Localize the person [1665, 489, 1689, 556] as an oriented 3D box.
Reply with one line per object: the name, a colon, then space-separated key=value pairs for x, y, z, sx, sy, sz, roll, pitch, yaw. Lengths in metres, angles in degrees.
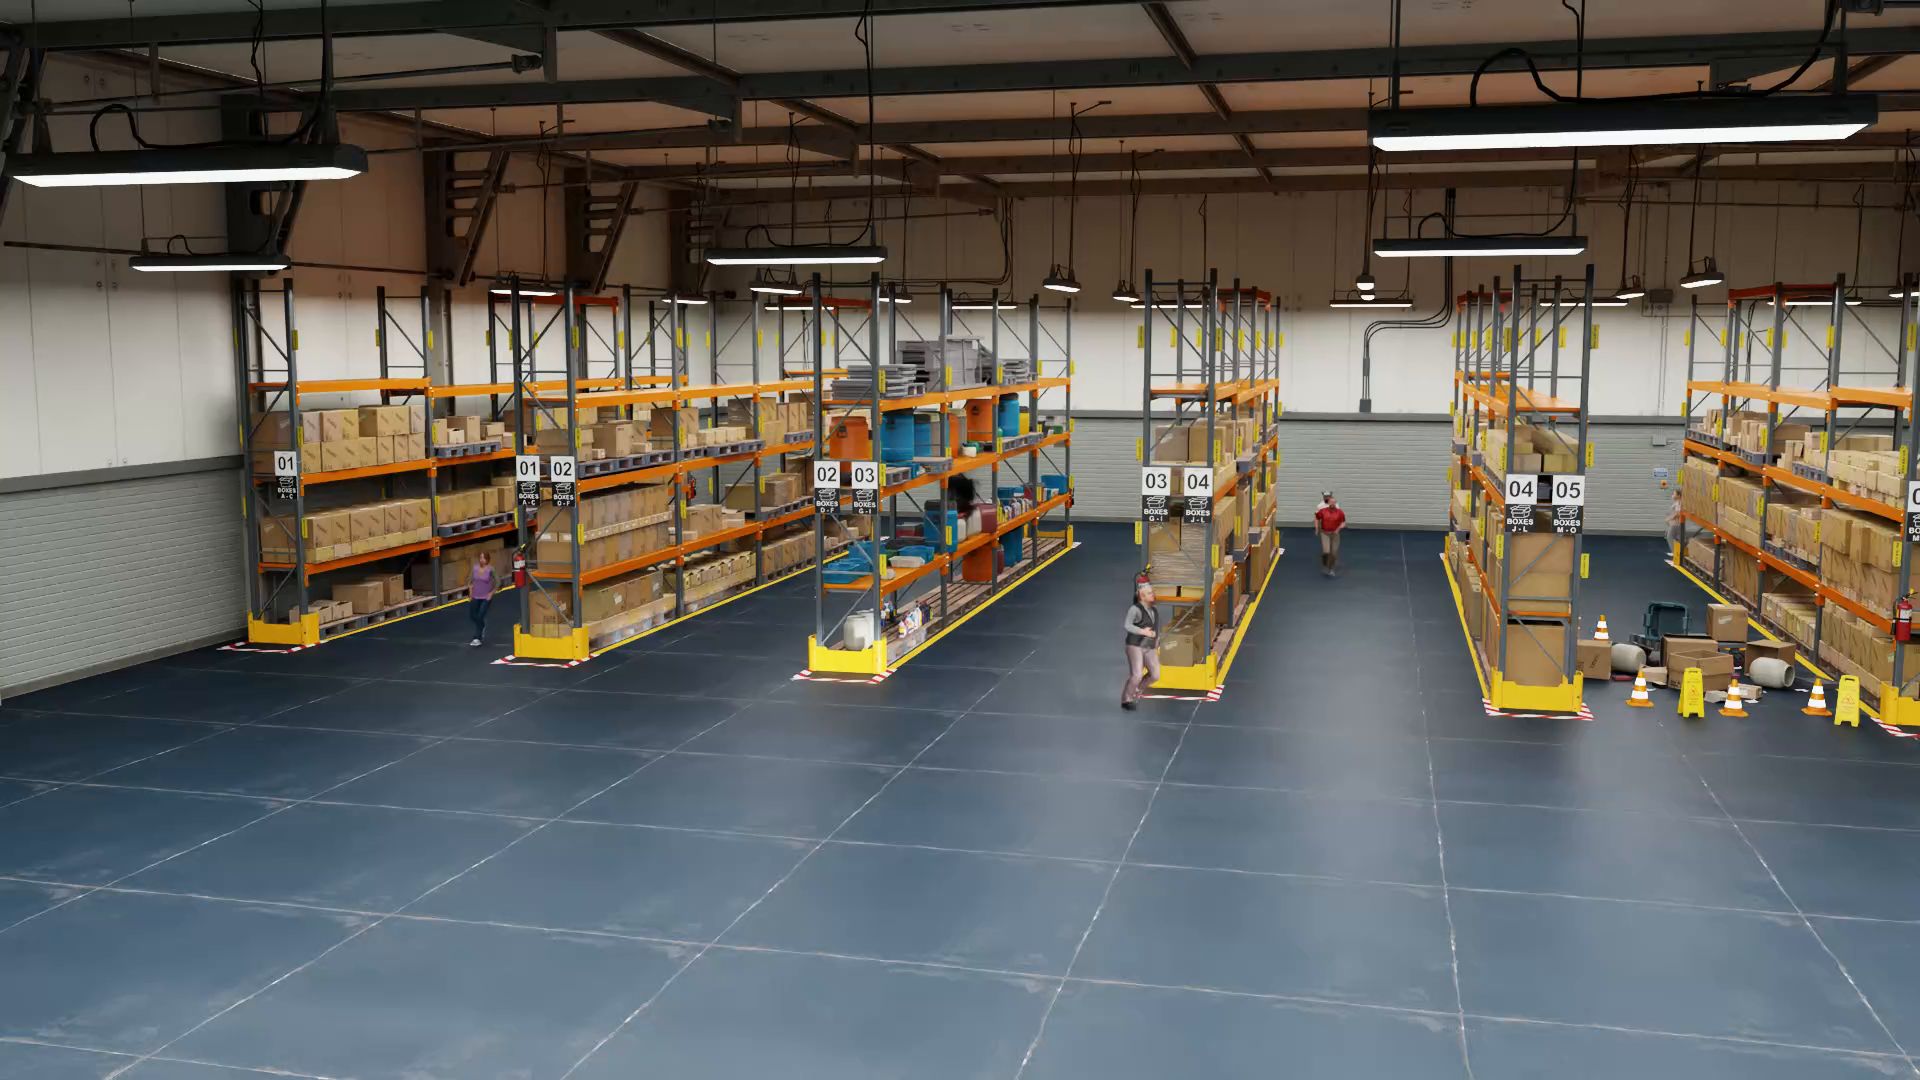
person: x=16.543 y=-0.384 z=38.400 sx=0.534 sy=1.594 sz=0.619 roll=4 pitch=8 yaw=33

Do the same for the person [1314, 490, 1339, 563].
person: x=8.294 y=-0.302 z=37.497 sx=0.594 sy=1.640 sz=0.573 roll=1 pitch=7 yaw=10

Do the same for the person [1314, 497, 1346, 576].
person: x=7.853 y=-0.069 z=35.259 sx=0.639 sy=1.688 sz=0.744 roll=1 pitch=7 yaw=6

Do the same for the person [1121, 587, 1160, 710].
person: x=2.535 y=1.467 z=22.584 sx=0.673 sy=1.671 sz=0.600 roll=-5 pitch=9 yaw=-37

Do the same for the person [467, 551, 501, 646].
person: x=-7.848 y=0.950 z=27.443 sx=0.567 sy=1.551 sz=0.581 roll=0 pitch=7 yaw=2
